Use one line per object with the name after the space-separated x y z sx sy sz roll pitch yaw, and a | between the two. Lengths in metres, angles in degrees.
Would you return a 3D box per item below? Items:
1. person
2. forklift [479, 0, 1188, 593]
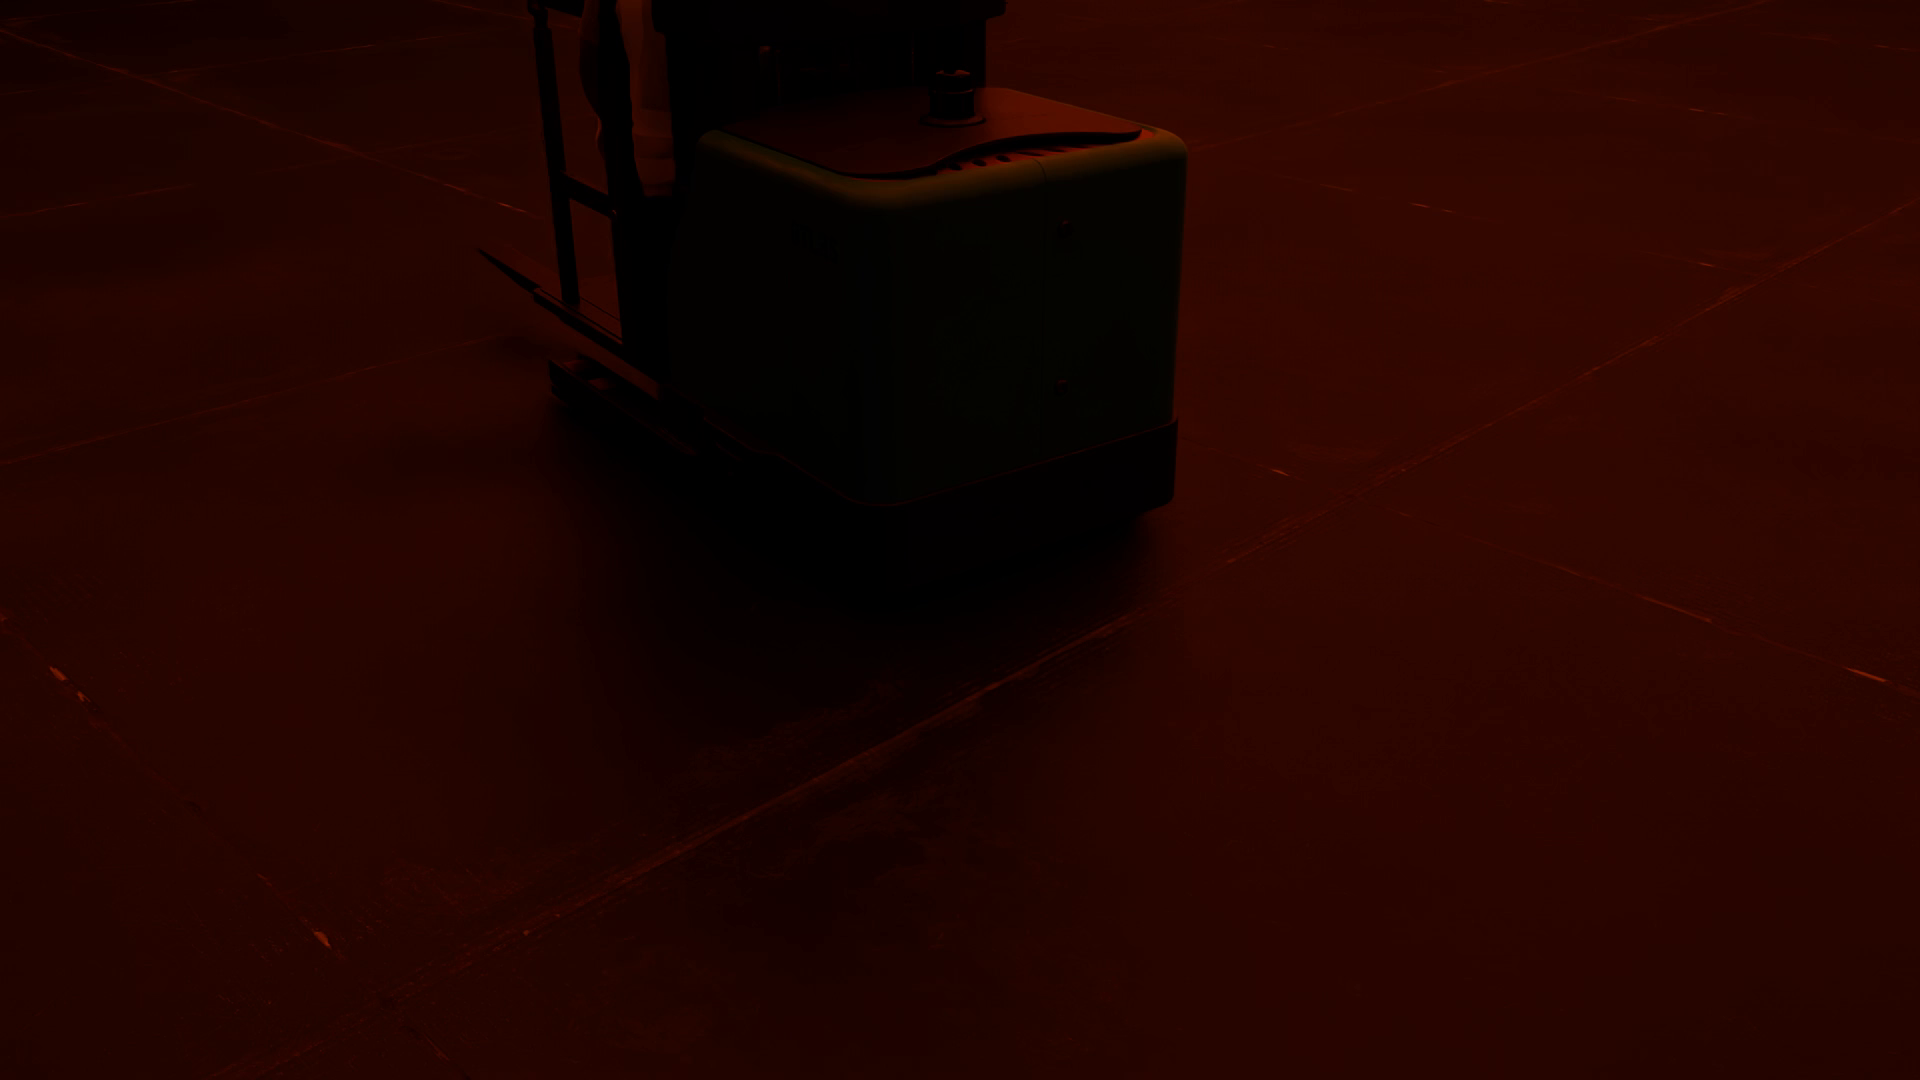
-0.653 -1.239 4.838 0.819 1.514 0.721 1 26 1 | person
-0.672 -1.776 4.836 1.130 2.935 3.031 -18 31 -32 | forklift
